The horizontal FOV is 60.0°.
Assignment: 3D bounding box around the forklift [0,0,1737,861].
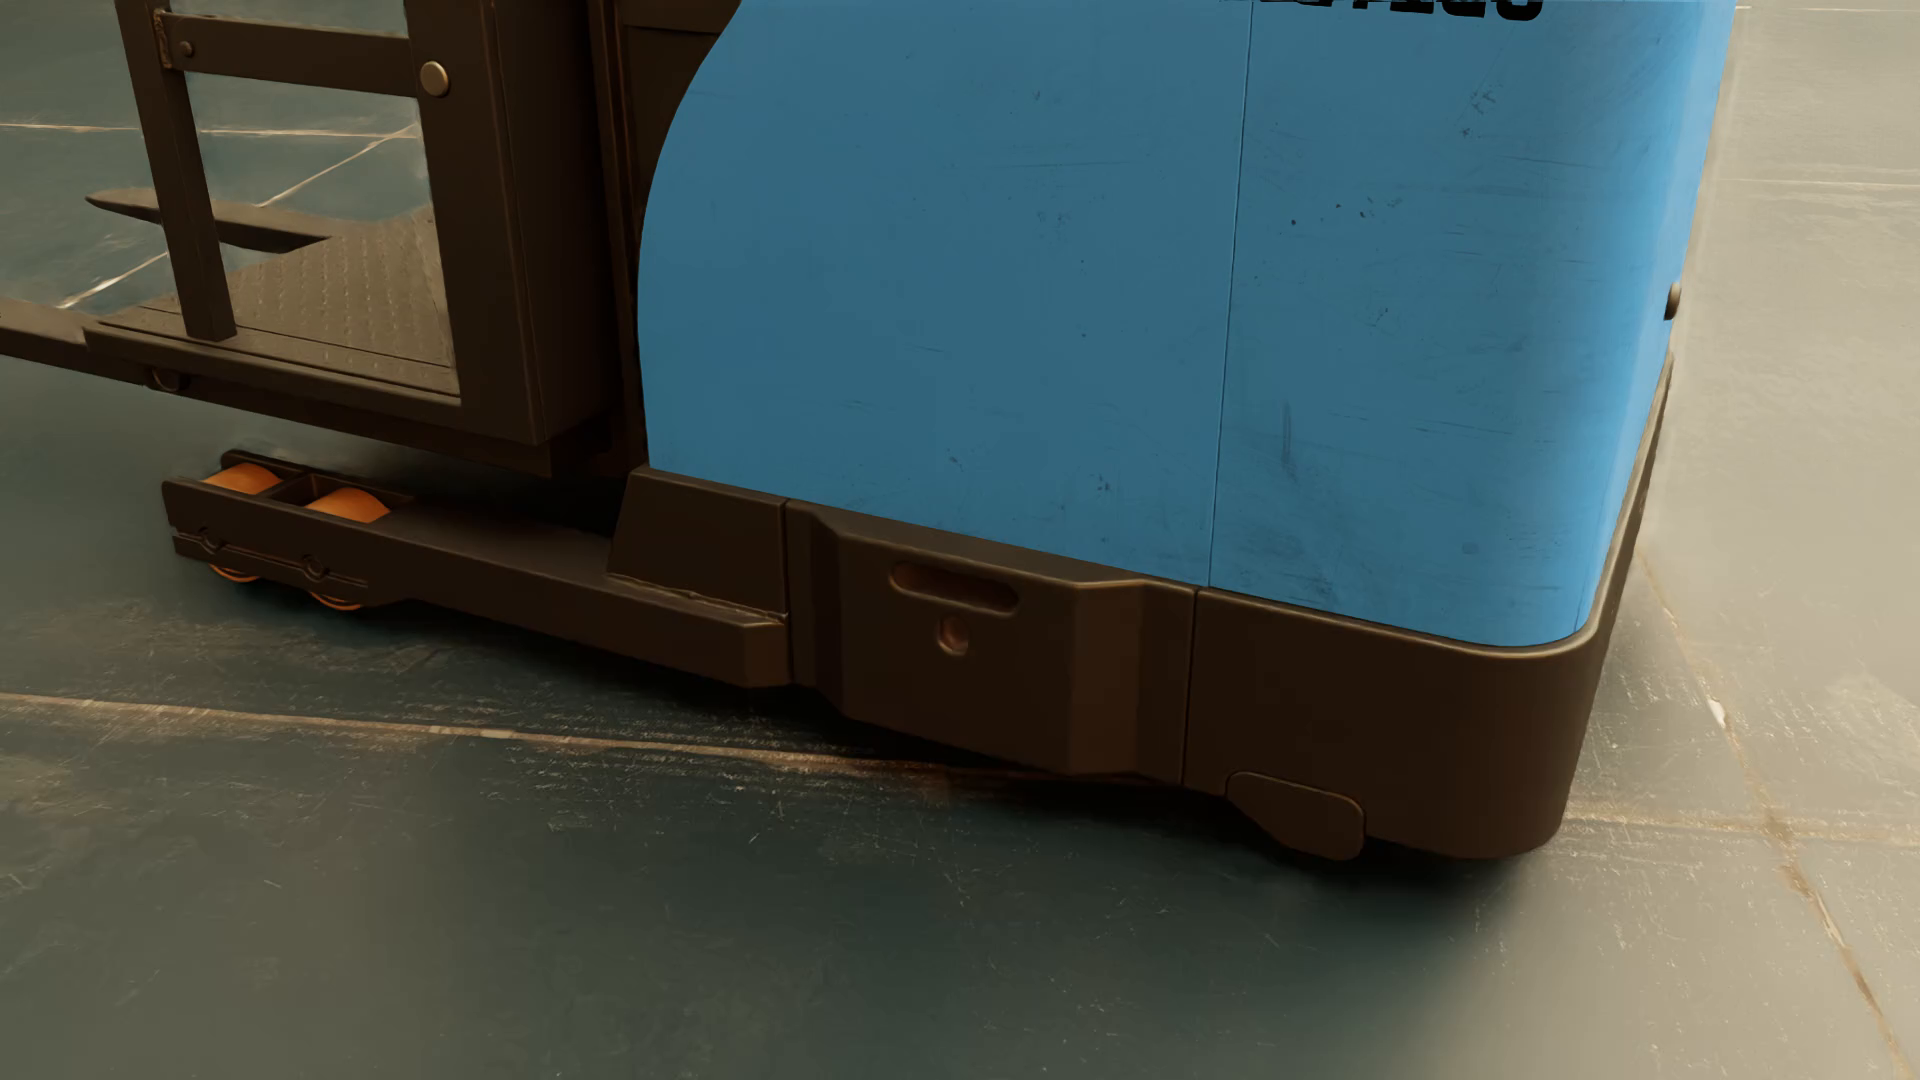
[{"bbox_3d":[-0.554,-1.411,2.045,3.031,2.935,1.130,12,29,23],"label":"forklift"}]
